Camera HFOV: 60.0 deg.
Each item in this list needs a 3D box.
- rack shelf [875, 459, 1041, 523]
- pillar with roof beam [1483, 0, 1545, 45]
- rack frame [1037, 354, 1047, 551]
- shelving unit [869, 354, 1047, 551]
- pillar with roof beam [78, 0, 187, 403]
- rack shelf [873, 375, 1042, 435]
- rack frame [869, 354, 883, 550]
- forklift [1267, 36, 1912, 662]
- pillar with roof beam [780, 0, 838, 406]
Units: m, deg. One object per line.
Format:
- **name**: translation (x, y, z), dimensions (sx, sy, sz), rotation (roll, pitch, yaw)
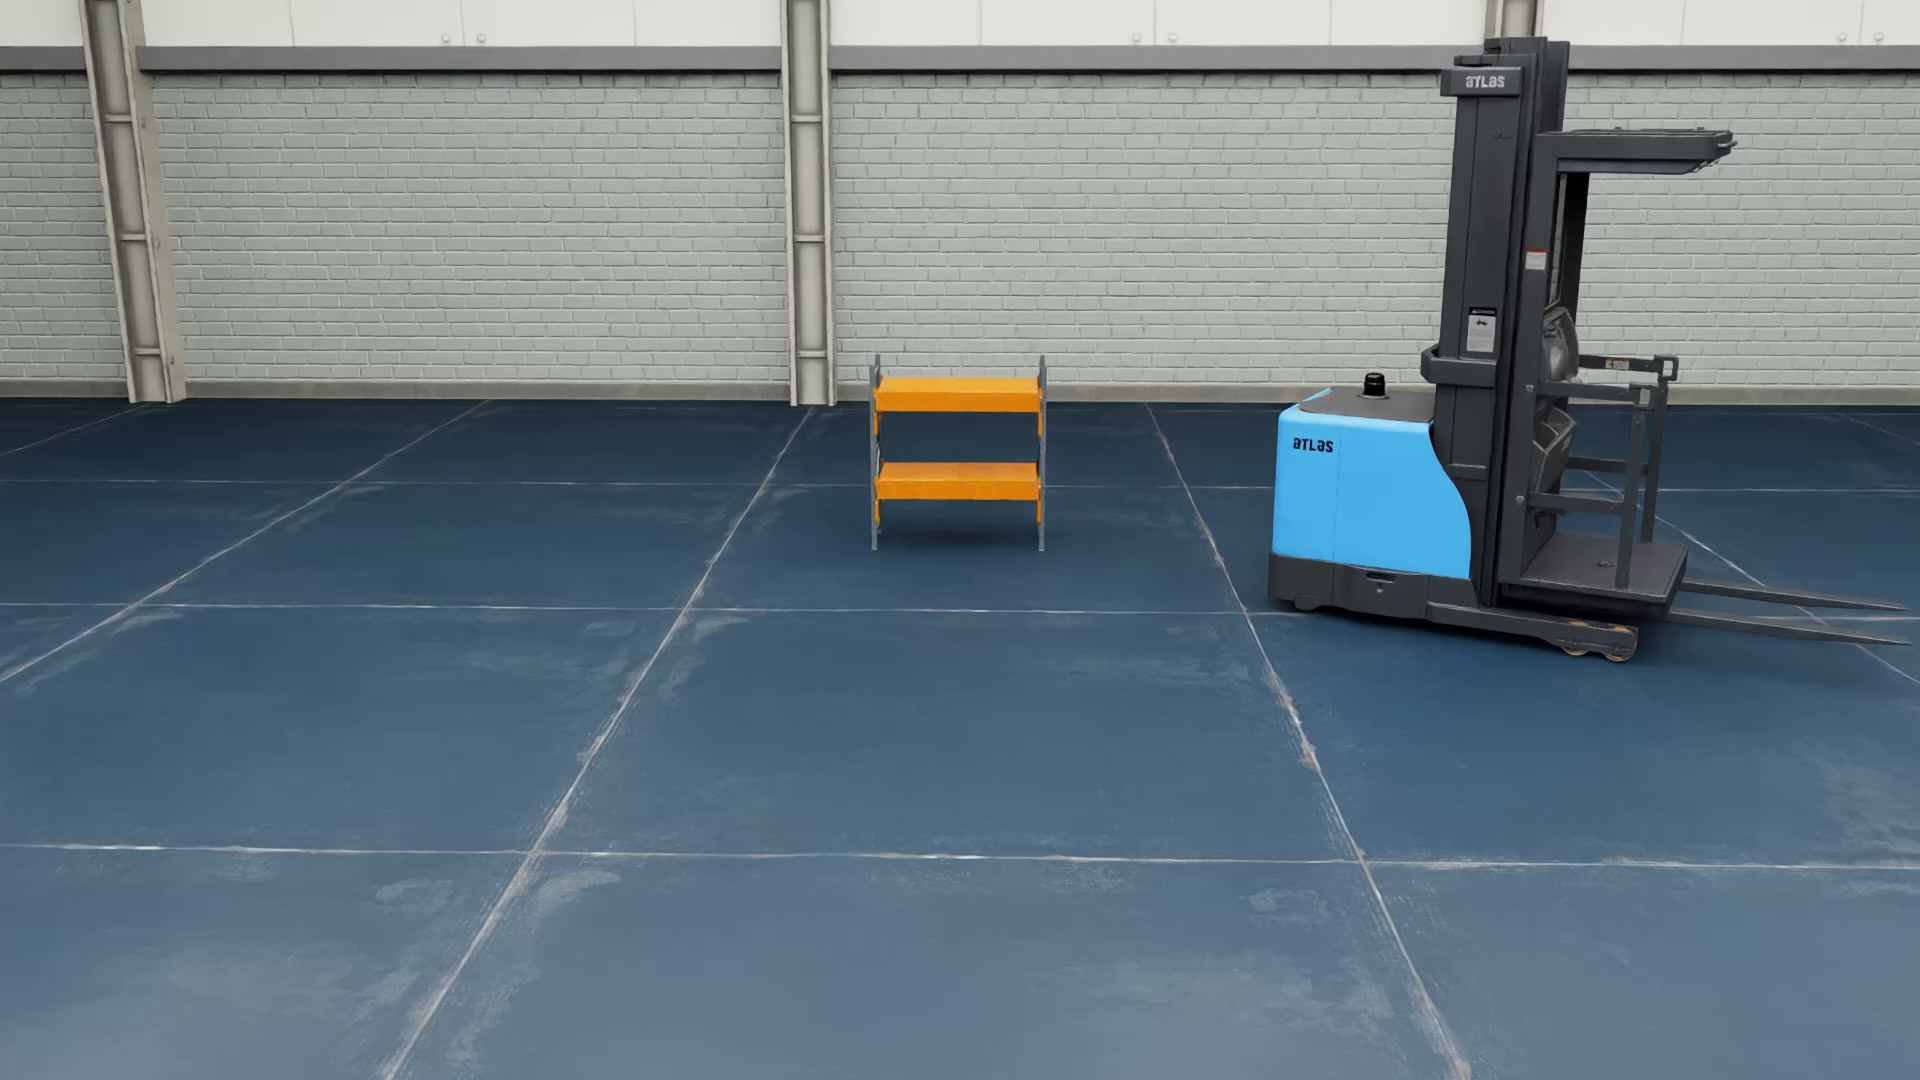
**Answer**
- **rack shelf**: translation (-0.007, -0.308, 10.259), dimensions (1.000, 0.278, 0.538), rotation (0, 15, 1)
- **pillar with roof beam**: translation (4.570, -4.454, 9.584), dimensions (0.400, 9.000, 9.100), rotation (0, 15, 1)
- **rack frame**: translation (0.501, -0.541, 10.184), dimensions (0.032, 1.125, 0.500), rotation (0, 15, 1)
- **shelving unit**: translation (-0.007, -0.544, 10.197), dimensions (1.048, 1.125, 0.538), rotation (0, 15, 1)
- **pillar with roof beam**: translation (-7.426, -4.533, 9.880), dimensions (0.400, 9.000, 9.100), rotation (0, 15, 1)
- **rack shelf**: translation (-0.007, -0.827, 10.122), dimensions (1.000, 0.278, 0.538), rotation (0, 15, 1)
- **rack frame**: translation (-0.515, -0.547, 10.209), dimensions (0.032, 1.125, 0.500), rotation (0, 15, 1)
- **forklift**: translation (3.201, -0.980, 8.309), dimensions (3.031, 2.935, 1.130), rotation (8, 17, 27)
- **pillar with roof beam**: translation (-1.428, -4.494, 9.732), dimensions (0.400, 9.000, 9.100), rotation (0, 15, 1)
